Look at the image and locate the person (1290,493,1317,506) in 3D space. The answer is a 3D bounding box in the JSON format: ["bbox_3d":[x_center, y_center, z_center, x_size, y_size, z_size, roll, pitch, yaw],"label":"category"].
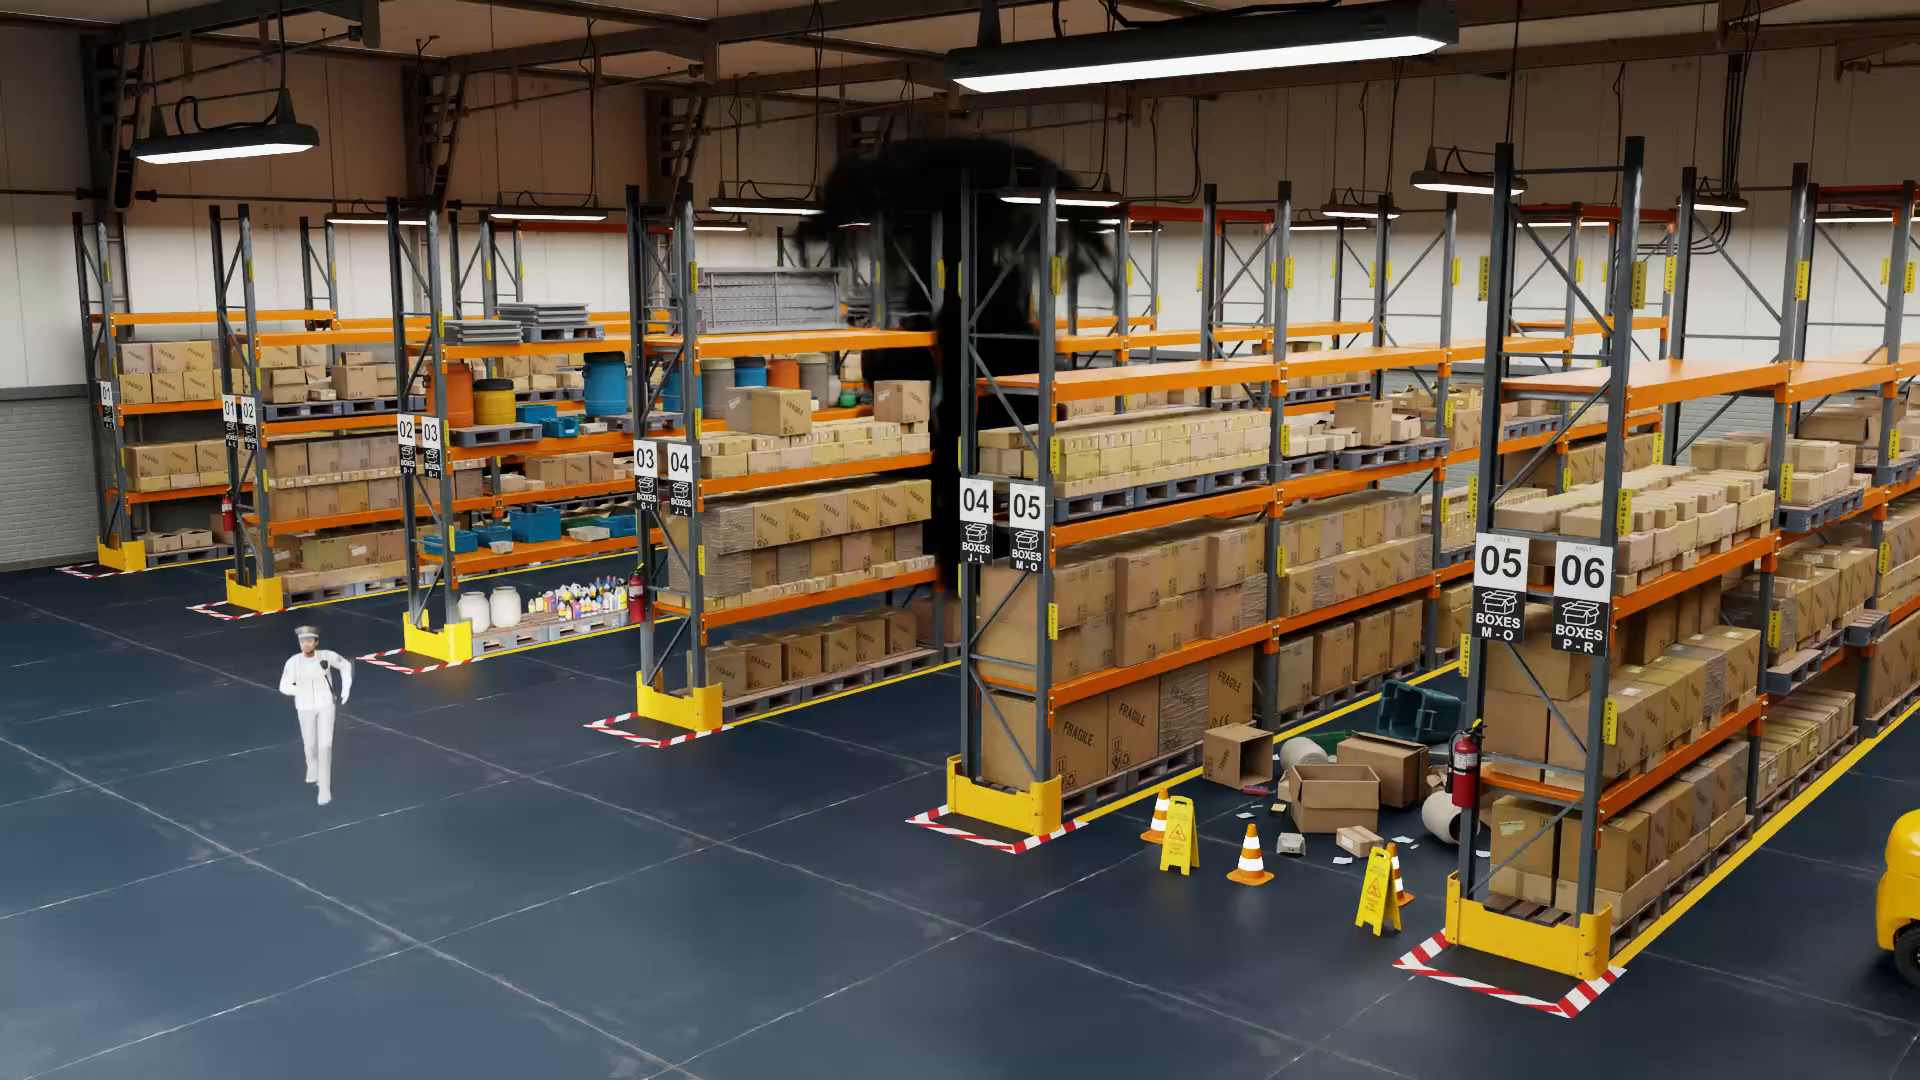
[{"bbox_3d":[5.293,-0.030,25.465,0.632,1.660,0.903,6,11,34],"label":"person"}]

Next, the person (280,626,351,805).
[{"bbox_3d":[-6.271,1.659,16.244,0.622,1.740,0.879,-2,10,-13],"label":"person"}]
